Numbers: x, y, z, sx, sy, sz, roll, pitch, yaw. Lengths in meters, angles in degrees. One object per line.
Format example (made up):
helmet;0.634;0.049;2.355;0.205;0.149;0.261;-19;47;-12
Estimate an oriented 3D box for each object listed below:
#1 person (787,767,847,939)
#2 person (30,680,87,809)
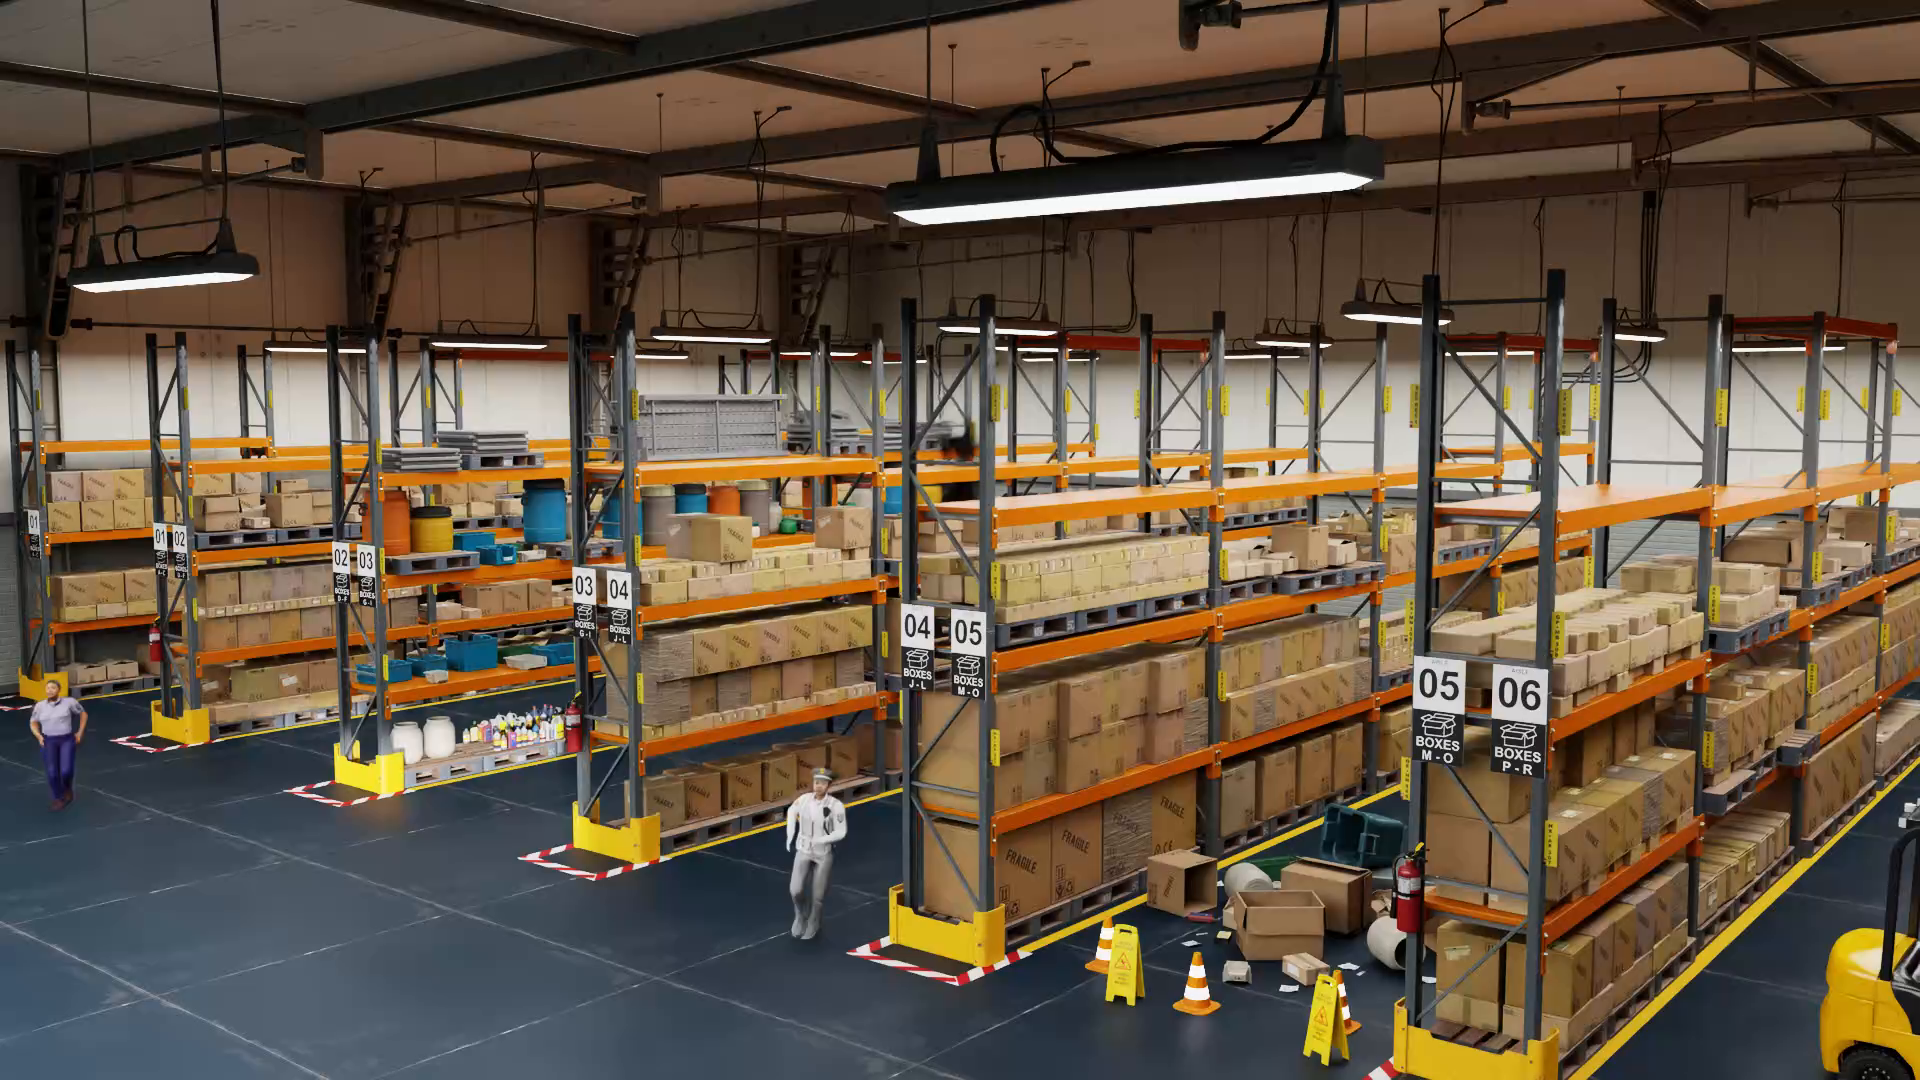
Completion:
person;-1.359;2.943;15.583;0.612;1.664;0.574;1;5;6
person;-11.124;2.527;20.507;0.616;1.610;0.508;-2;5;-20
